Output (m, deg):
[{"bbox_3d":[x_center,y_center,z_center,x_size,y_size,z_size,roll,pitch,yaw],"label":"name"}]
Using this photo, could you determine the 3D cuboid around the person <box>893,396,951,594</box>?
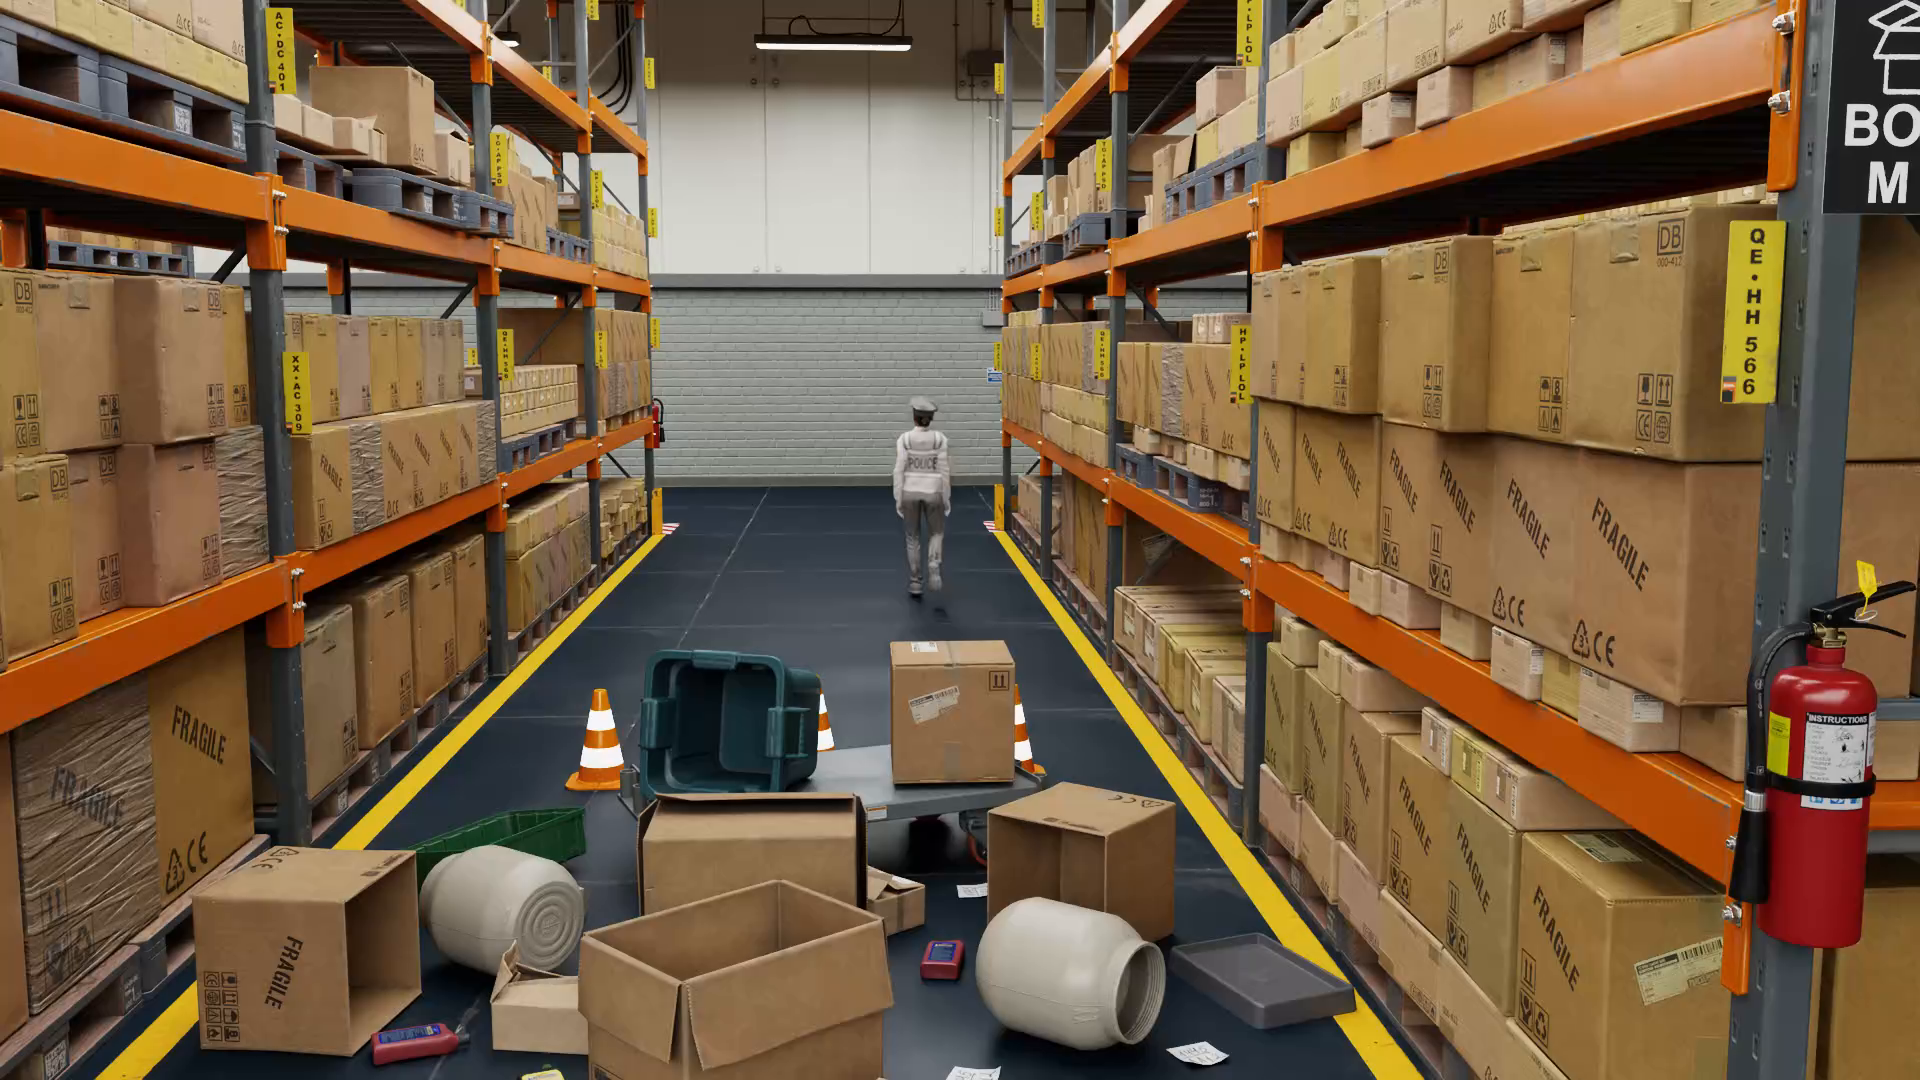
[{"bbox_3d":[-0.320,-0.367,13.963,0.488,1.677,0.511,0,7,-4],"label":"person"}]
